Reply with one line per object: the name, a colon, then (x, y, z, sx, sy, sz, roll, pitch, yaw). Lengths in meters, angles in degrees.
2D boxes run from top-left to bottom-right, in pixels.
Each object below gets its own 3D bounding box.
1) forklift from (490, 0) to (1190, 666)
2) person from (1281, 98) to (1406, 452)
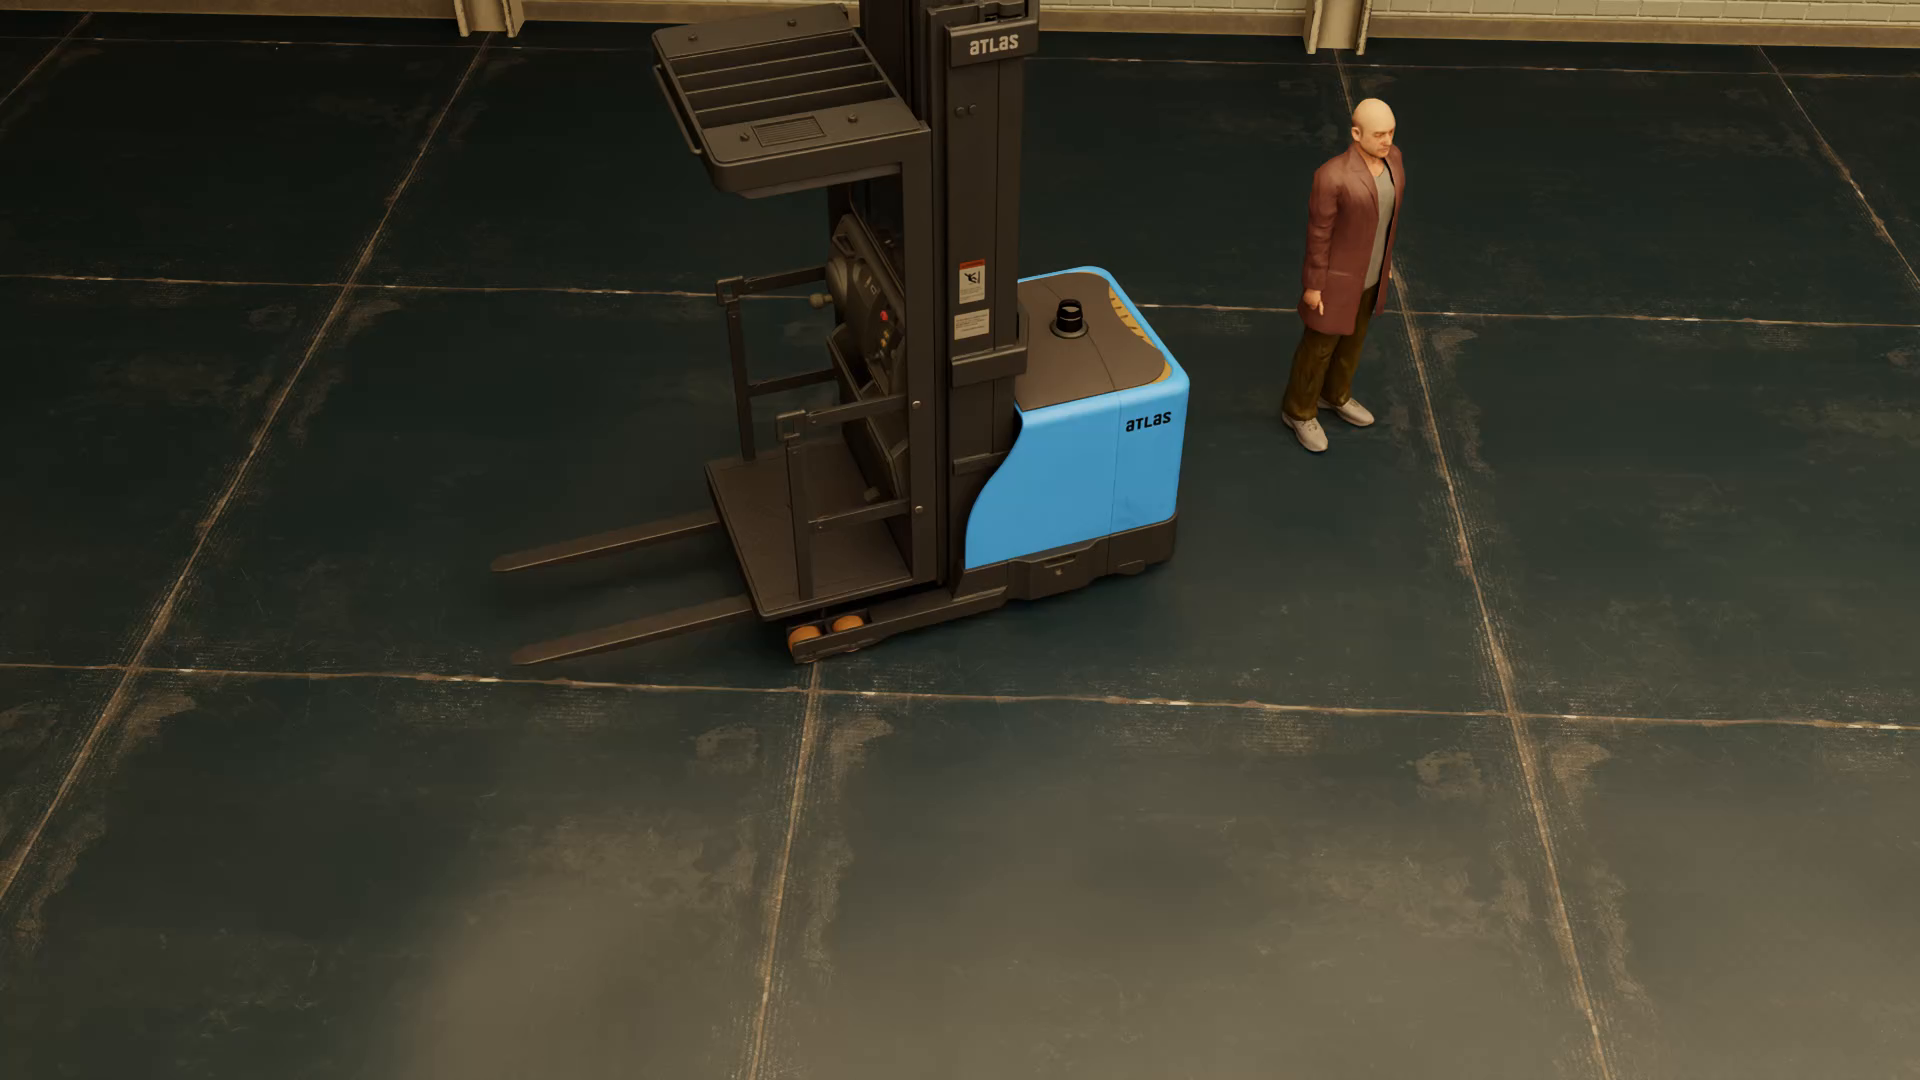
forklift: (-0.573, -0.945, 6.778, 3.031, 2.935, 1.130, -13, 44, -14)
person: (1.887, -1.272, 7.988, 0.558, 1.783, 0.375, -28, 49, -27)
